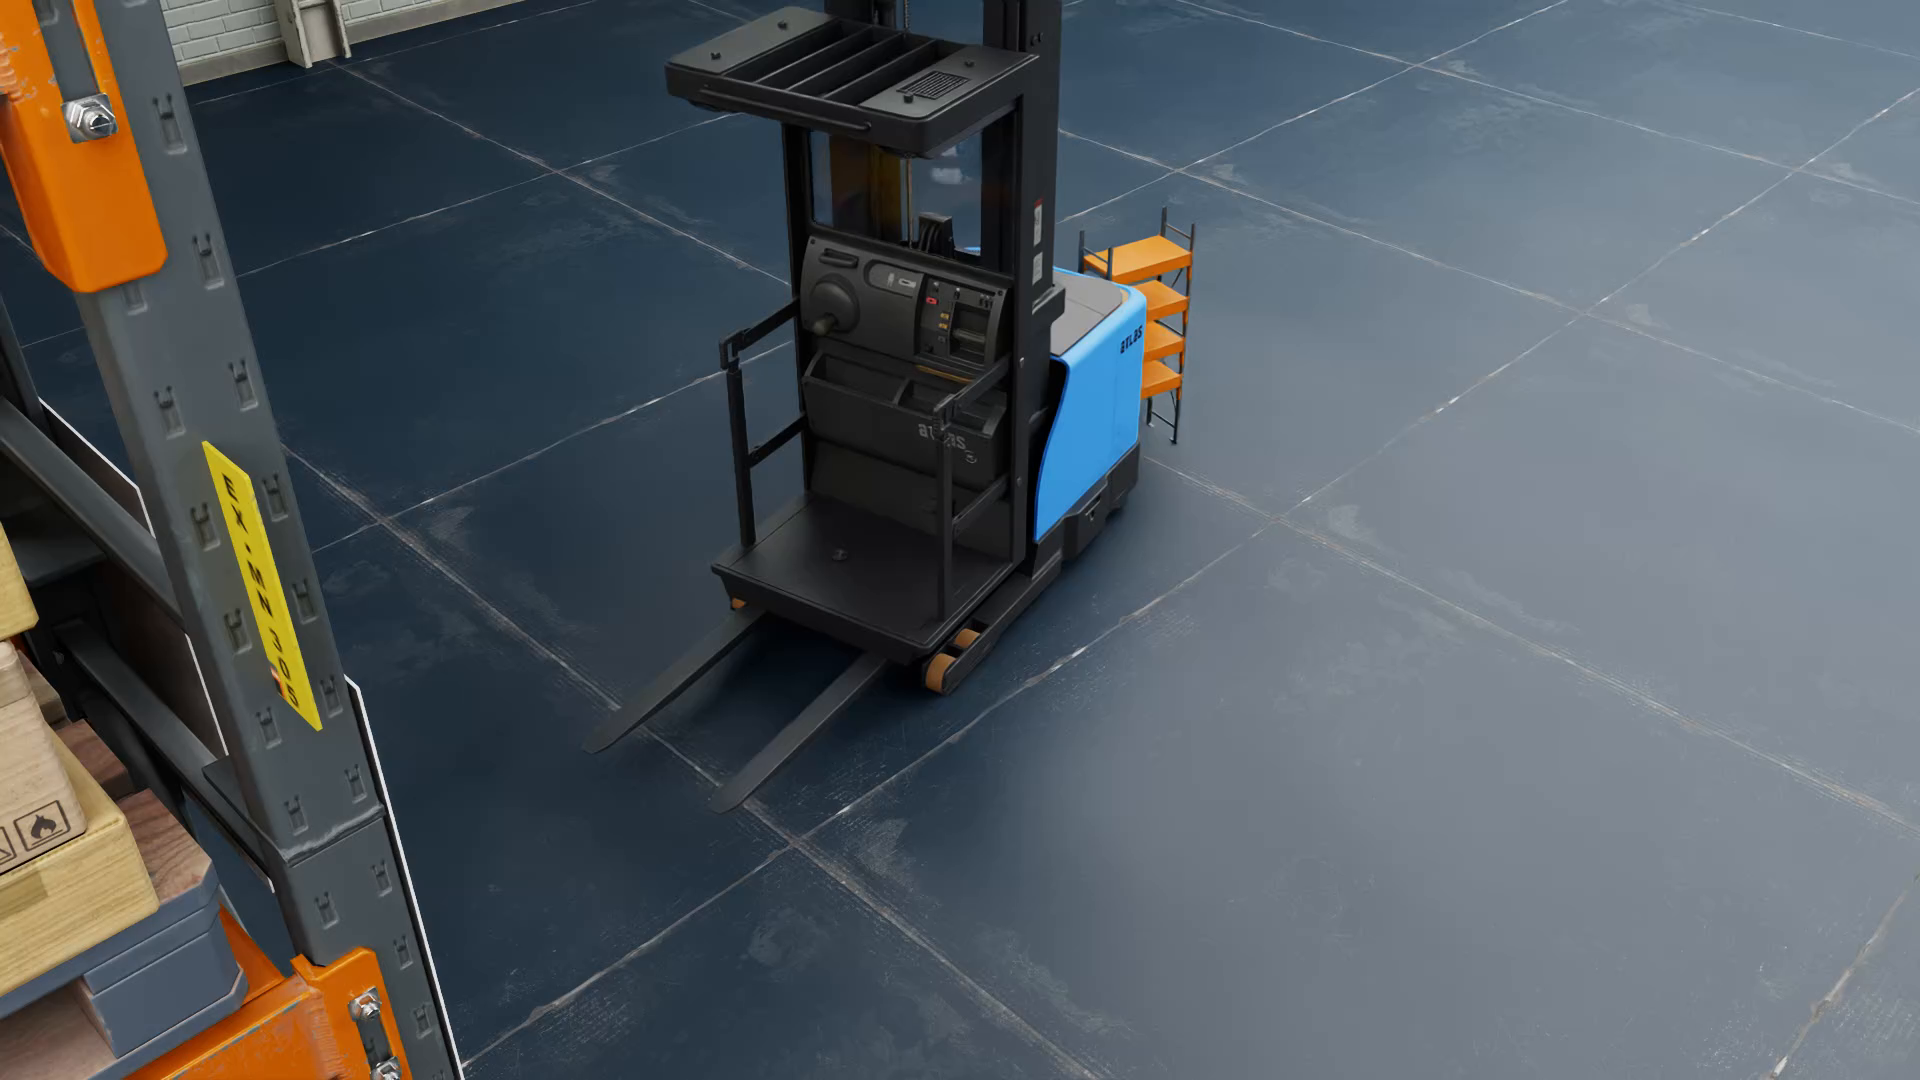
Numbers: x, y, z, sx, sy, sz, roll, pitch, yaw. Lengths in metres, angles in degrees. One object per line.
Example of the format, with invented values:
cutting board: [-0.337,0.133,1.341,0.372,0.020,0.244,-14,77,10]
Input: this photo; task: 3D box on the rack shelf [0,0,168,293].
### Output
rack shelf: [-2.507,0.200,0.575,1.077,0.370,4.000,30,45,35]

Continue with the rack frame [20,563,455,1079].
rack frame: [-1.098,1.389,3.136,1.000,3.000,0.127,30,45,35]

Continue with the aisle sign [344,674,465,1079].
aisle sign: [-0.835,0.415,2.260,0.394,0.787,0.004,30,45,35]

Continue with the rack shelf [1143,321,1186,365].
rack shelf: [0.832,-0.911,8.125,0.480,0.148,0.258,-20,40,-26]

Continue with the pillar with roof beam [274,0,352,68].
pillar with roof beam: [-2.055,-5.805,8.208,9.100,9.000,0.400,30,45,35]

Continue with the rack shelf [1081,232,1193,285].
rack shelf: [0.832,-1.289,7.862,0.480,0.148,0.258,-20,40,-26]

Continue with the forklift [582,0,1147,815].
forklift: [-0.343,-0.874,6.440,1.130,2.935,3.031,19,39,26]

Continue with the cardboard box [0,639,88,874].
cardboard box: [-1.245,0.197,1.640,0.500,0.250,0.500,-29,44,-35]

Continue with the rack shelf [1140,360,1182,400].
rack shelf: [0.832,-0.748,8.239,0.480,0.148,0.258,-20,40,-26]

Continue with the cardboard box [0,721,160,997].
cardboard box: [-1.092,0.320,1.811,0.380,0.149,0.250,29,44,35]

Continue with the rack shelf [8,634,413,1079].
rack shelf: [-2.507,1.266,1.319,1.077,0.370,4.000,30,45,35]

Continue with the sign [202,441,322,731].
sign: [-0.723,0.053,1.725,0.100,0.325,0.005,30,45,35]

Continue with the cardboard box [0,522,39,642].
cardboard box: [-1.095,-0.005,1.580,0.250,0.149,0.380,-29,44,-35]

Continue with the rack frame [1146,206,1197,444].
rack frame: [1.037,-1.042,8.195,0.015,1.200,0.240,-20,40,-26]

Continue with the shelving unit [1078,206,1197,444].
shelving unit: [0.832,-0.966,8.087,0.503,1.200,0.258,-20,40,-26]

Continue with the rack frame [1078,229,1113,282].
rack frame: [0.627,-0.891,7.978,0.015,1.200,0.240,-20,40,-26]

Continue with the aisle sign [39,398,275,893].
aisle sign: [-1.261,0.173,2.607,0.394,0.787,0.004,30,45,35]

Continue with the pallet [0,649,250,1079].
pallet: [-1.613,0.501,1.865,1.003,0.211,1.213,30,45,35]

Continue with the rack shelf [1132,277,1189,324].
rack shelf: [0.832,-1.095,7.997,0.480,0.148,0.258,-20,40,-26]

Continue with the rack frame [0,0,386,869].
rack frame: [-1.098,-1.071,1.419,1.000,3.000,0.127,30,45,35]
